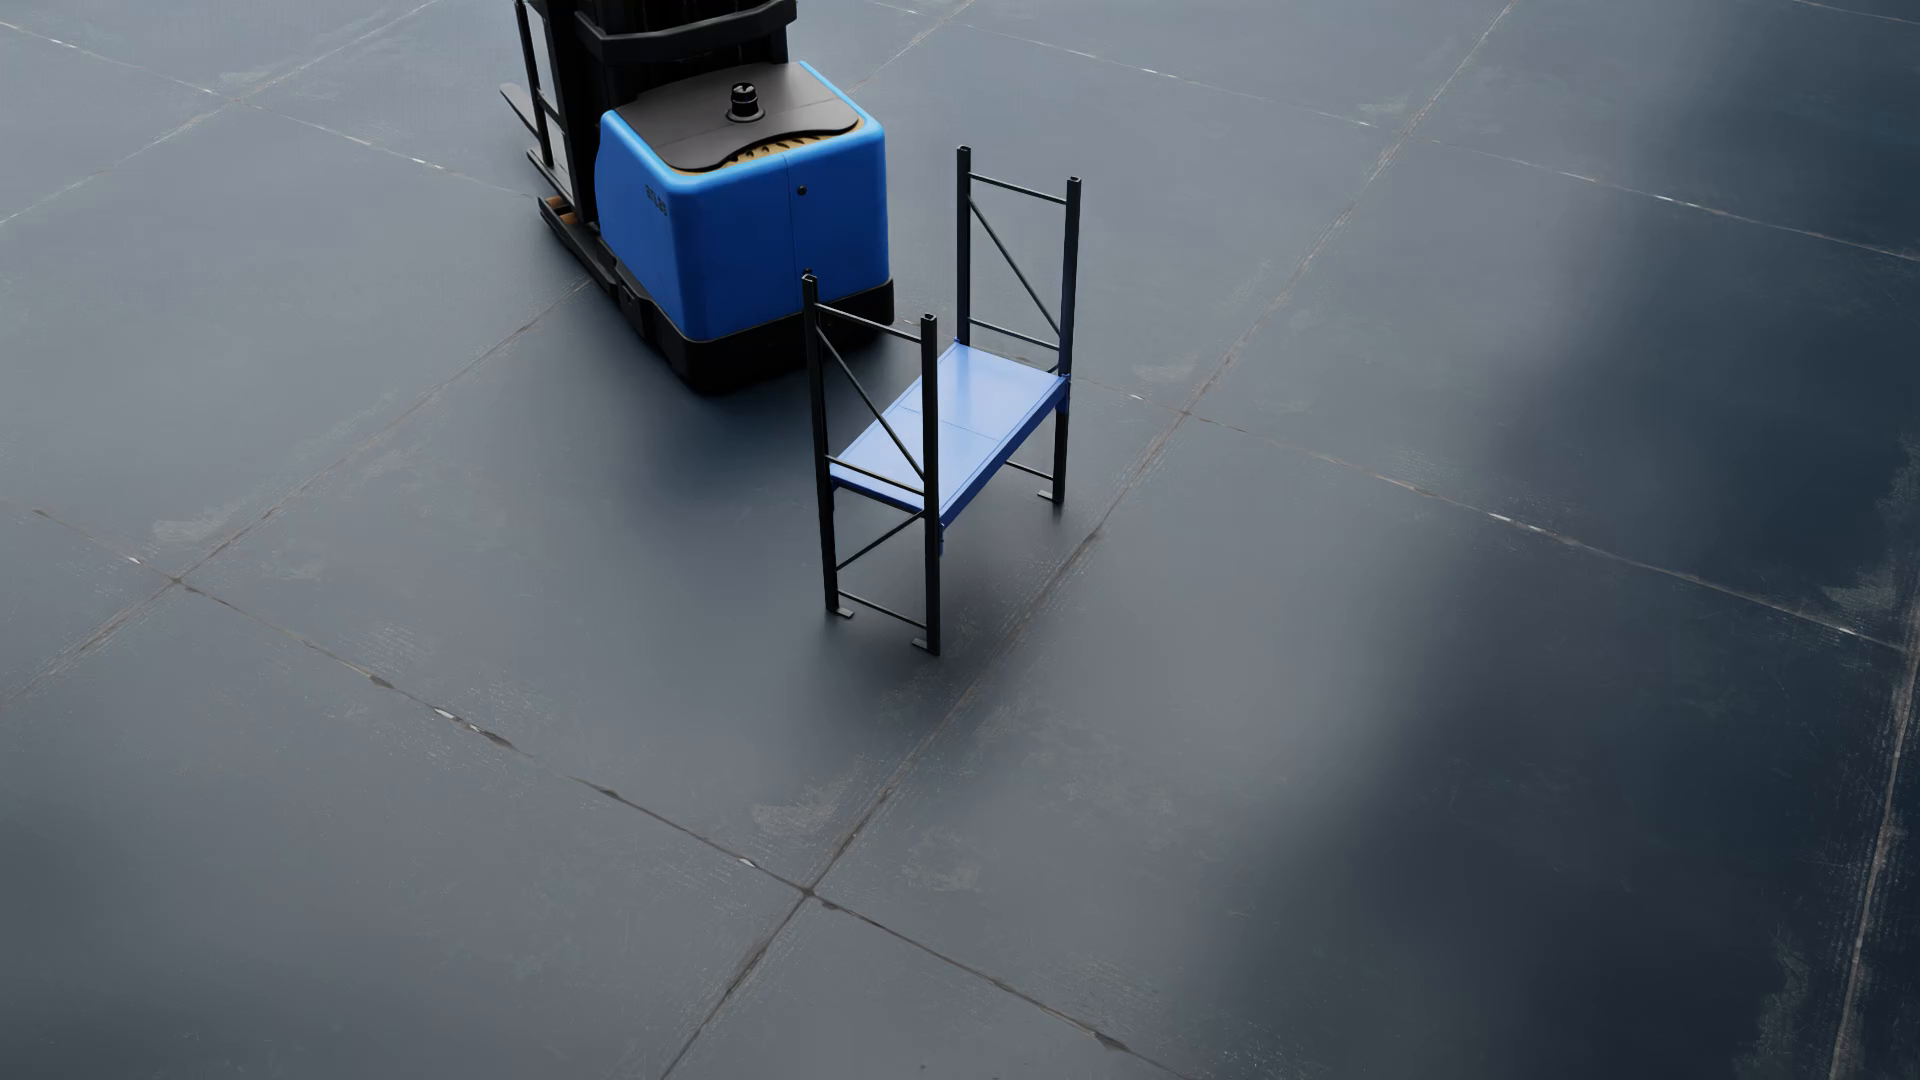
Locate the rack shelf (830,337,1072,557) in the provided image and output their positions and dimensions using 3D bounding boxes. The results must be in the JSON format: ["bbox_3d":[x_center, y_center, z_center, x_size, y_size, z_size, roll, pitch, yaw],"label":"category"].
[{"bbox_3d":[-0.043,-0.379,6.318,0.538,0.185,1.000,21,45,22],"label":"rack shelf"}]

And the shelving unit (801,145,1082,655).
[{"bbox_3d":[-0.043,-0.514,6.199,0.538,1.500,1.048,21,45,22],"label":"shelving unit"}]

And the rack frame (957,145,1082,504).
[{"bbox_3d":[0.212,-0.805,6.529,0.500,1.500,0.032,21,45,22],"label":"rack frame"}]

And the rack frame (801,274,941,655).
[{"bbox_3d":[-0.297,-0.223,5.869,0.500,1.500,0.032,21,45,22],"label":"rack frame"}]

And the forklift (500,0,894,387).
[{"bbox_3d":[-1.503,-2.737,7.640,1.130,2.935,3.031,-22,46,-23],"label":"forklift"}]
